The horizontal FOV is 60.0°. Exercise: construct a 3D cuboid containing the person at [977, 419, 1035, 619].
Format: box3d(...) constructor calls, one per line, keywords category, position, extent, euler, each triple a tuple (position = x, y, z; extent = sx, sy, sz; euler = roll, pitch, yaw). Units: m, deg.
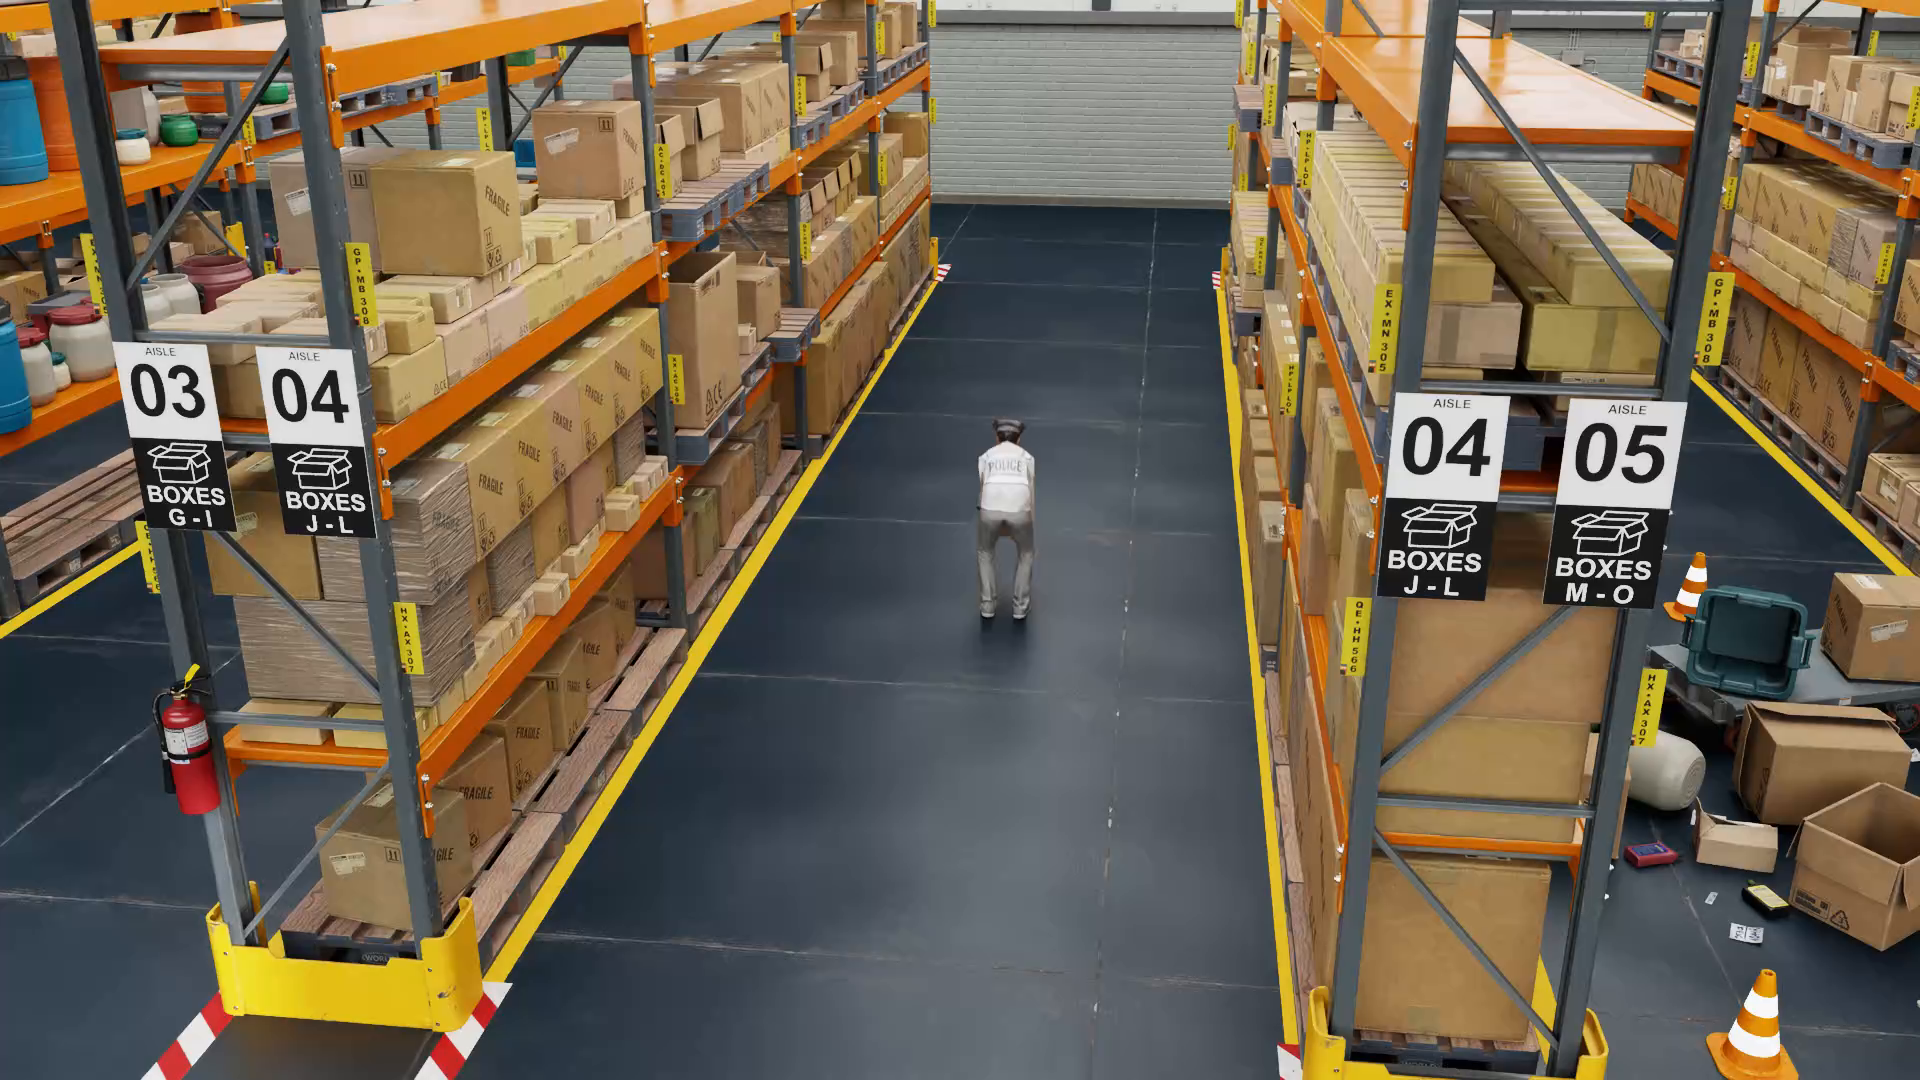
box3d(category="person", position=(0.336, -0.161, 11.975), extent=(0.422, 1.322, 0.866), euler=(2, 21, 5))
